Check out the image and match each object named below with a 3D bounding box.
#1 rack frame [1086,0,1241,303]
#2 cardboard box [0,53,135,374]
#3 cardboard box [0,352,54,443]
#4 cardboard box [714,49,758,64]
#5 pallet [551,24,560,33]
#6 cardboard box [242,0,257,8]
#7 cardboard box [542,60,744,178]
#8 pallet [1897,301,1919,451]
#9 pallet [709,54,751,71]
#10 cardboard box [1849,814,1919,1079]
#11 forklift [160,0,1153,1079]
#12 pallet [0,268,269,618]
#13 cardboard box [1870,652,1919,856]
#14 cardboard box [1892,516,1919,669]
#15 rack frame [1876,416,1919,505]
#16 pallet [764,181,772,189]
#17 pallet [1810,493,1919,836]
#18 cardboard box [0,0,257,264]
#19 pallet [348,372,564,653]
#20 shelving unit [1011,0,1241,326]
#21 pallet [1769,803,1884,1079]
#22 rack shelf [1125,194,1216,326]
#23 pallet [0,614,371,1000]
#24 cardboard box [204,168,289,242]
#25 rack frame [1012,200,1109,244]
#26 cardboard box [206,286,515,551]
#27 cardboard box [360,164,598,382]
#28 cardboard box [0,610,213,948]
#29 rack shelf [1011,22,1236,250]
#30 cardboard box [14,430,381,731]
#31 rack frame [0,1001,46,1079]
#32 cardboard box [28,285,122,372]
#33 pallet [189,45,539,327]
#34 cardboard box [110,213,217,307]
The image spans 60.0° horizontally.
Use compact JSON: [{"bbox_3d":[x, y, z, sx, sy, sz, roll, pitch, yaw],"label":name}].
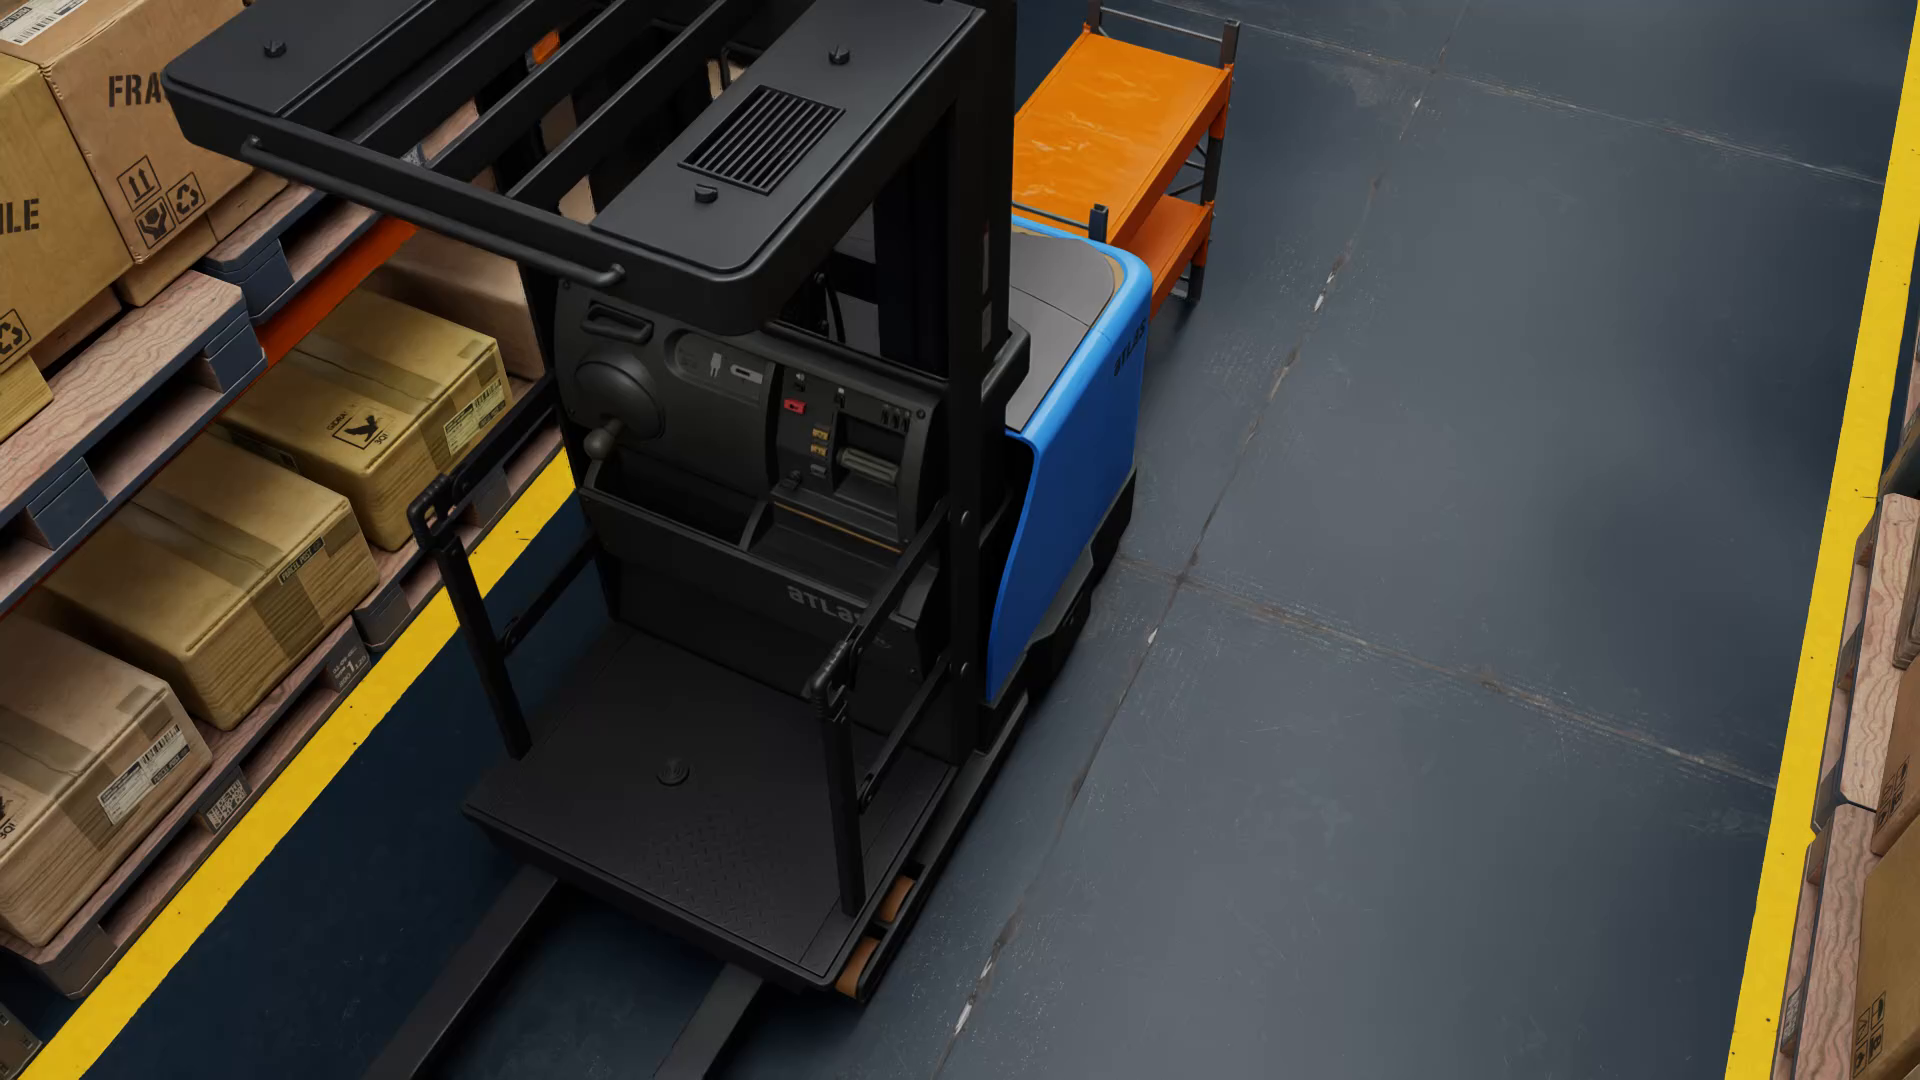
[{"bbox_3d":[0.637,-1.313,5.628,0.500,1.125,0.032,21,53,17],"label":"rack frame"},{"bbox_3d":[-2.101,-0.665,3.309,0.500,0.500,0.500,20,52,16],"label":"cardboard box"},{"bbox_3d":[-2.137,-0.327,3.448,0.380,0.149,0.250,21,53,17],"label":"cardboard box"},{"bbox_3d":[-0.695,-2.476,6.506,0.875,0.875,0.875,19,52,16],"label":"cardboard box"},{"bbox_3d":[-1.273,-1.992,5.101,1.213,0.211,1.003,20,52,16],"label":"pallet"},{"bbox_3d":[-1.668,-1.358,3.899,0.500,0.500,0.500,18,52,15],"label":"cardboard box"},{"bbox_3d":[-1.315,-1.478,5.988,0.950,0.372,0.625,17,52,14],"label":"cardboard box"},{"bbox_3d":[3.778,-0.565,5.592,1.003,0.211,1.213,20,52,16],"label":"pallet"},{"bbox_3d":[-0.660,-2.194,6.978,1.003,0.211,1.213,20,52,16],"label":"pallet"},{"bbox_3d":[2.586,1.008,3.706,0.875,0.625,0.625,18,52,15],"label":"cardboard box"},{"bbox_3d":[-0.578,-0.180,3.478,1.130,2.935,3.031,21,53,17],"label":"forklift"},{"bbox_3d":[-2.316,-0.242,3.612,1.003,0.211,1.213,20,52,16],"label":"pallet"},{"bbox_3d":[2.874,0.544,4.101,0.875,0.625,0.625,21,53,17],"label":"cardboard box"},{"bbox_3d":[3.146,0.092,4.486,0.875,0.625,0.625,21,53,17],"label":"cardboard box"},{"bbox_3d":[3.424,-0.967,4.103,1.000,3.000,0.127,20,52,16],"label":"rack frame"},{"bbox_3d":[-1.400,-1.138,6.080,1.003,0.211,1.213,20,52,16],"label":"pallet"},{"bbox_3d":[3.037,0.491,4.694,1.003,0.211,1.213,20,52,16],"label":"pallet"},{"bbox_3d":[-1.877,-1.000,3.595,0.500,0.500,0.500,20,52,16],"label":"cardboard box"},{"bbox_3d":[-1.923,-0.301,5.368,1.003,0.211,1.213,20,52,16],"label":"pallet"},{"bbox_3d":[0.408,-0.967,5.335,0.538,1.125,1.048,21,53,17],"label":"shelving unit"},{"bbox_3d":[2.515,1.328,3.981,1.003,0.211,1.213,20,52,16],"label":"pallet"},{"bbox_3d":[0.408,-0.809,5.521,0.538,0.278,1.000,21,53,17],"label":"rack shelf"},{"bbox_3d":[-2.443,0.542,4.650,1.003,0.211,1.213,20,52,16],"label":"pallet"},{"bbox_3d":[-1.831,-0.880,3.918,0.380,0.149,0.250,20,53,16],"label":"cardboard box"},{"bbox_3d":[0.178,-0.622,5.041,0.500,1.125,0.032,21,53,17],"label":"rack frame"},{"bbox_3d":[-1.953,-0.447,5.110,0.950,0.372,0.625,21,53,17],"label":"cardboard box"},{"bbox_3d":[-1.623,-0.967,5.553,0.950,0.372,0.625,19,52,15],"label":"cardboard box"},{"bbox_3d":[-2.552,0.529,4.280,0.950,0.372,0.625,20,53,17],"label":"cardboard box"},{"bbox_3d":[0.408,-1.157,5.112,0.538,0.278,1.000,21,53,17],"label":"rack shelf"},{"bbox_3d":[-2.248,0.032,4.703,0.950,0.372,0.625,23,53,18],"label":"cardboard box"},{"bbox_3d":[-2.774,0.175,3.132,1.000,3.000,0.127,20,52,16],"label":"rack frame"},{"bbox_3d":[-2.086,-0.547,3.635,0.380,0.149,0.250,23,53,18],"label":"cardboard box"},{"bbox_3d":[-1.874,-1.141,4.377,1.003,0.211,1.213,20,52,16],"label":"pallet"},{"bbox_3d":[-1.938,-0.710,3.774,0.380,0.149,0.250,21,53,17],"label":"cardboard box"}]
